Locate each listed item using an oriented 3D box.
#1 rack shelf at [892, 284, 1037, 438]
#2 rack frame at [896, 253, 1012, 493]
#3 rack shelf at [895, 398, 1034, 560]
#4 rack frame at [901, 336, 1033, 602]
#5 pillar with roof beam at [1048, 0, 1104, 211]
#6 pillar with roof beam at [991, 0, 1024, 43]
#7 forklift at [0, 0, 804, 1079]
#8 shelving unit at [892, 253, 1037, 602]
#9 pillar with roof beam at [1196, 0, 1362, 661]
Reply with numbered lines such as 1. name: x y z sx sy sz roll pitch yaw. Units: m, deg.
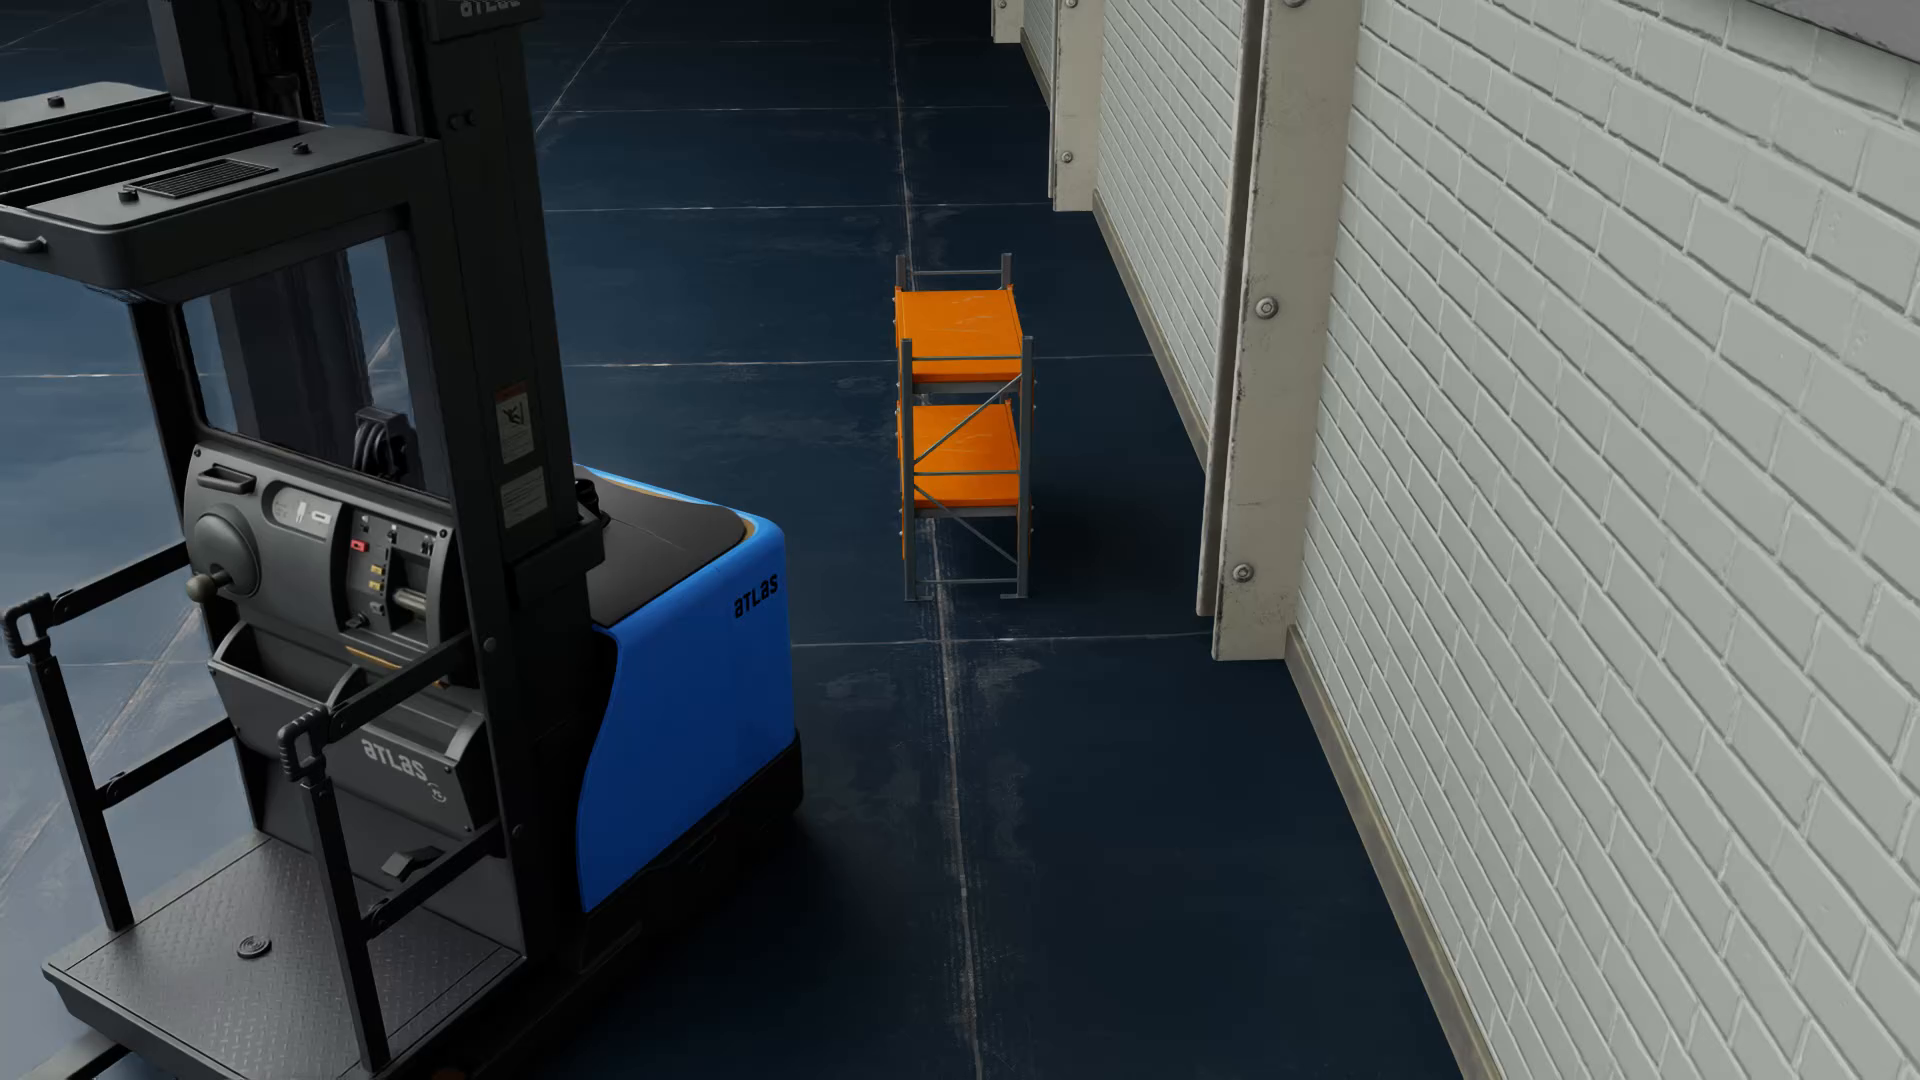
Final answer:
1. rack shelf: 0.000 -0.755 6.849 0.538 0.278 1.000 -1 28 -3
2. rack frame: -0.026 -0.730 7.434 0.500 1.125 0.032 -1 28 -3
3. rack shelf: 0.000 -0.279 7.097 0.538 0.278 1.000 -1 28 -3
4. rack frame: 0.027 -0.261 6.534 0.500 1.125 0.032 -1 28 -3
5. pillar with roof beam: -3.497 -6.291 9.580 9.100 9.000 0.400 -1 28 -3
6. pillar with roof beam: -3.810 -9.061 14.893 9.100 9.000 0.400 -1 28 -3
7. forklift: -1.703 0.069 3.949 1.130 2.935 3.031 15 31 27
8. shelving unit: 0.000 -0.496 6.984 0.538 1.125 1.048 -1 28 -3
9. pillar with roof beam: -3.183 -3.520 4.267 9.100 9.000 0.400 -1 28 -3
